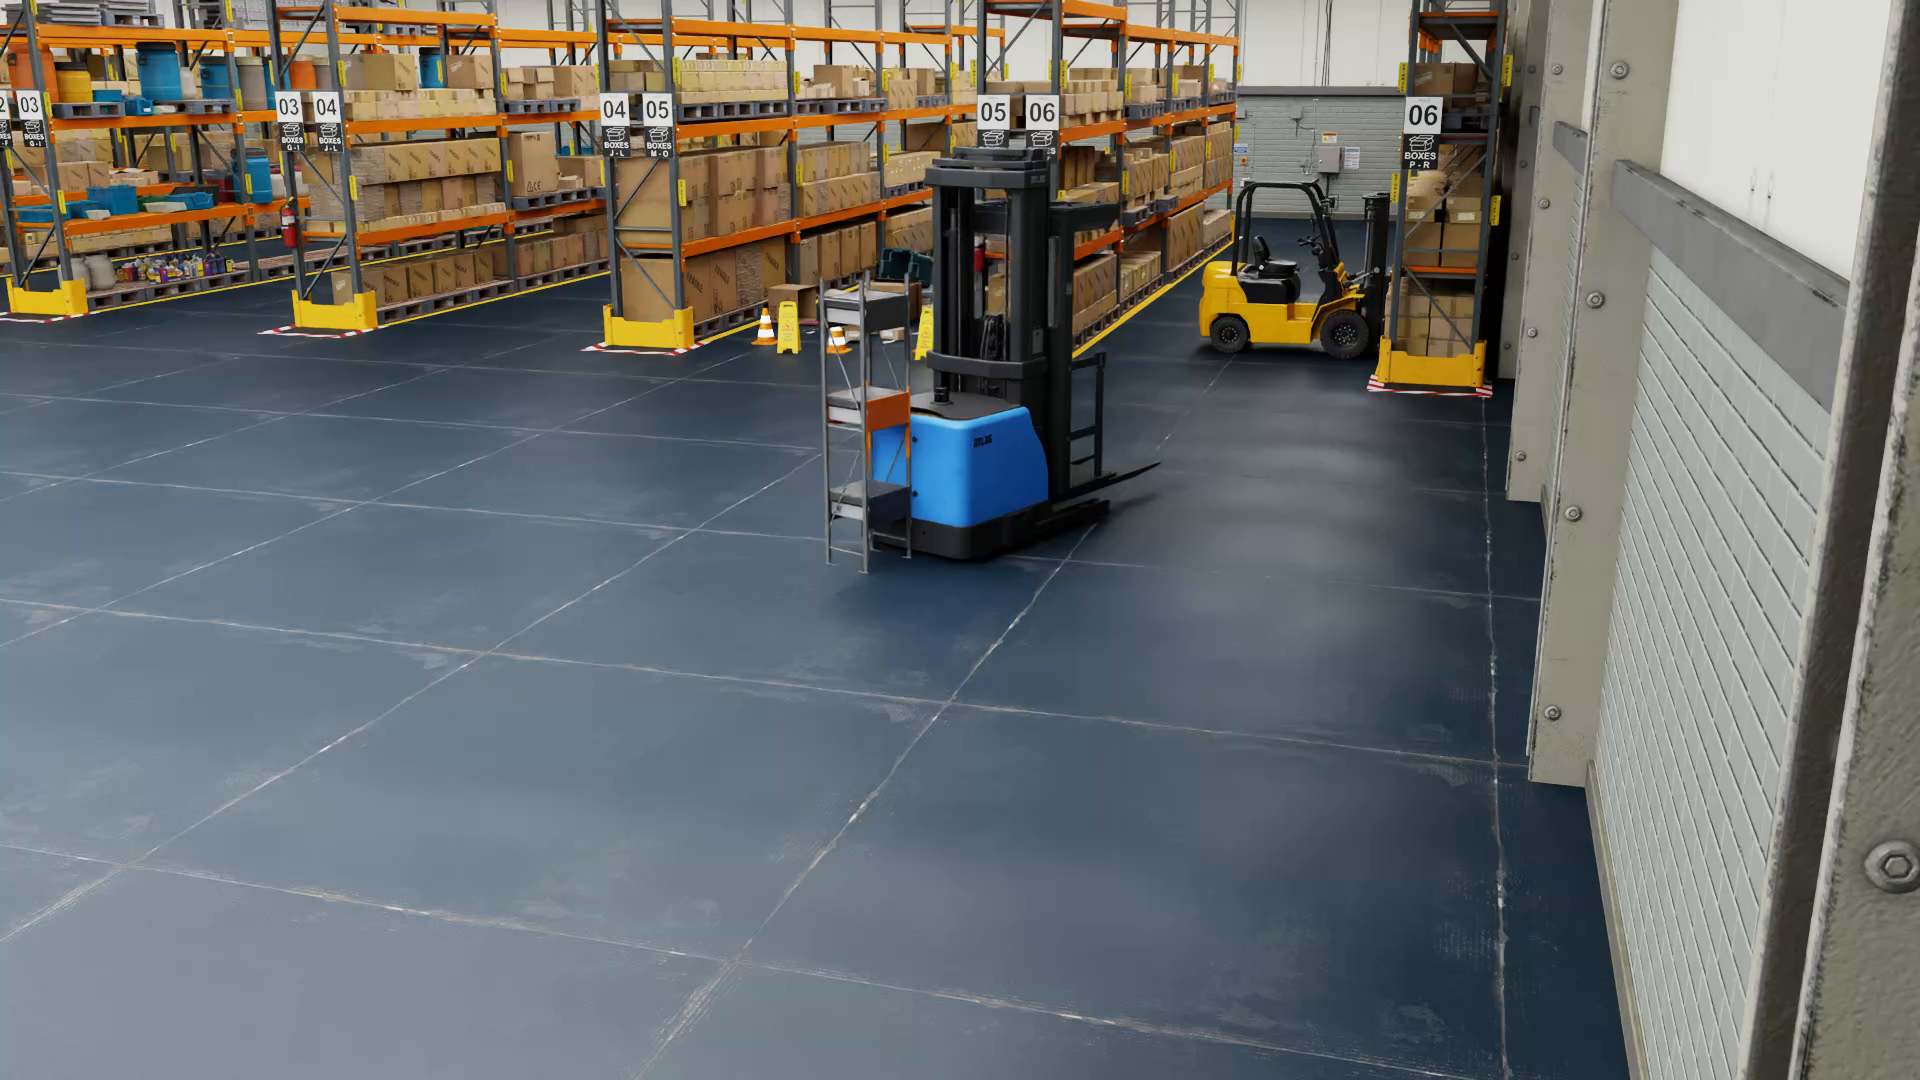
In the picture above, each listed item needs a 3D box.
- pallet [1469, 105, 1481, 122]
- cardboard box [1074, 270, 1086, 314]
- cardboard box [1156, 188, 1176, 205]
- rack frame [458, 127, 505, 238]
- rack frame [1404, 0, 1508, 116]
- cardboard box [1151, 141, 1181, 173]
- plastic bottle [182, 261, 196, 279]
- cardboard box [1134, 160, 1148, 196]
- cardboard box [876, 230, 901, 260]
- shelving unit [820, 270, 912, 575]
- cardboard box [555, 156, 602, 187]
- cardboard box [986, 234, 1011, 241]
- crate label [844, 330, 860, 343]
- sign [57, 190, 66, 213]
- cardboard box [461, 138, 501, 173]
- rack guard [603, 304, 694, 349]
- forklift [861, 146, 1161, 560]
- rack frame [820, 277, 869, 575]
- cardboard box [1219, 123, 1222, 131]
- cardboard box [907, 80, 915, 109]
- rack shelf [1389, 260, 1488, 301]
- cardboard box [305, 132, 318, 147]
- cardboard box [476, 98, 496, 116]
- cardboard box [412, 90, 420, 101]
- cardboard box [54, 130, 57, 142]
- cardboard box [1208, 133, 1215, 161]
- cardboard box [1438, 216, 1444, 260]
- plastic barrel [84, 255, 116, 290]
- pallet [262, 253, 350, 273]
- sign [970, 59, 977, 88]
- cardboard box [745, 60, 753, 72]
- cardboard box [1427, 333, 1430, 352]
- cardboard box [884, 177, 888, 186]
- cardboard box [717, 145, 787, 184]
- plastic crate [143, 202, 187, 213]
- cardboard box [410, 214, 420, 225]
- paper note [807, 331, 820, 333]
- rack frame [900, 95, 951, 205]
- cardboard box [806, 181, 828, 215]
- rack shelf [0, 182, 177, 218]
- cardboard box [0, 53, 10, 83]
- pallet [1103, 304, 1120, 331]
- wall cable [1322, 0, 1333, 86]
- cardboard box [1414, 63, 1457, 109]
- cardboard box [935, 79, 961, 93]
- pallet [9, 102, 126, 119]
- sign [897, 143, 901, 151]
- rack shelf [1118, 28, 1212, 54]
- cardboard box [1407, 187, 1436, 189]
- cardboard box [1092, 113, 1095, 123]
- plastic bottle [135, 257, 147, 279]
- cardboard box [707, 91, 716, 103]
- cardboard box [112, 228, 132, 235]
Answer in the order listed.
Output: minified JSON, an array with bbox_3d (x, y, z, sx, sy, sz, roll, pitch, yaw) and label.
[{"bbox_3d":[6.831,-5.909,23.020,0.805,0.209,1.217,4,16,14],"label":"pallet"},{"bbox_3d":[1.341,-3.237,21.639,0.500,0.500,0.500,4,16,14],"label":"cardboard box"},{"bbox_3d":[3.350,-5.793,28.032,0.500,0.250,0.500,4,16,15],"label":"cardboard box"},{"bbox_3d":[-10.144,-7.956,35.382,1.000,3.000,0.127,5,16,16],"label":"rack frame"},{"bbox_3d":[5.456,-6.166,18.078,1.000,3.000,0.127,5,16,16],"label":"rack frame"},{"bbox_3d":[3.476,-6.527,28.327,0.500,0.500,0.500,5,16,16],"label":"cardboard box"},{"bbox_3d":[-12.521,-4.397,27.018,0.152,0.276,0.135,5,17,17],"label":"plastic bottle"},{"bbox_3d":[2.536,-5.463,25.096,0.500,0.500,0.500,5,16,16],"label":"cardboard box"},{"bbox_3d":[-1.360,-5.279,29.756,0.500,0.500,0.500,4,16,14],"label":"cardboard box"},{"bbox_3d":[-0.669,-0.847,11.967,0.431,2.100,0.503,12,20,36],"label":"shelving unit"},{"bbox_3d":[-6.710,-6.477,29.216,0.700,0.500,0.500,7,17,24],"label":"cardboard box"},{"bbox_3d":[0.586,-4.018,20.772,0.500,0.500,0.500,4,16,15],"label":"cardboard box"},{"bbox_3d":[-1.416,-2.707,22.122,0.250,0.136,0.298,-4,16,-13],"label":"crate label"},{"bbox_3d":[-13.028,-4.906,24.121,0.100,0.325,0.005,5,16,16],"label":"sign"},{"bbox_3d":[-7.533,-6.012,25.968,0.500,0.500,0.500,5,16,16],"label":"cardboard box"},{"bbox_3d":[-4.086,-2.813,21.829,1.175,0.500,0.348,5,16,16],"label":"rack guard"},{"bbox_3d":[0.550,-1.603,13.111,1.130,2.935,3.031,12,20,36],"label":"forklift"},{"bbox_3d":[-0.818,-0.794,11.782,0.400,2.100,0.015,12,20,36],"label":"rack frame"},{"bbox_3d":[5.023,-8.244,33.192,0.380,0.149,0.250,5,17,17],"label":"cardboard box"},{"bbox_3d":[-1.116,-7.997,29.846,0.500,0.500,0.500,5,16,16],"label":"cardboard box"},{"bbox_3d":[6.024,-3.457,20.839,1.077,0.370,4.000,5,16,16],"label":"rack shelf"},{"bbox_3d":[-14.488,-8.972,36.947,0.500,0.500,0.500,5,17,17],"label":"cardboard box"},{"bbox_3d":[-7.548,-6.710,25.768,0.500,0.250,0.500,5,17,18],"label":"cardboard box"},{"bbox_3d":[-8.077,-6.456,24.140,0.380,0.149,0.250,4,16,15],"label":"cardboard box"},{"bbox_3d":[-19.974,-8.744,36.021,0.500,0.250,0.500,4,16,15],"label":"cardboard box"},{"bbox_3d":[4.623,-7.570,32.006,0.500,0.500,0.500,4,16,15],"label":"cardboard box"},{"bbox_3d":[5.500,-3.612,19.884,0.500,0.500,0.500,5,17,18],"label":"cardboard box"},{"bbox_3d":[-13.298,-4.131,25.686,0.421,0.512,0.421,0,16,0],"label":"plastic barrel"},{"bbox_3d":[-11.887,-5.050,30.247,1.003,0.211,1.213,5,16,16],"label":"pallet"},{"bbox_3d":[0.169,-5.581,19.890,0.100,0.325,0.005,5,16,16],"label":"sign"},{"bbox_3d":[-3.100,-6.573,23.056,0.380,0.149,0.250,4,16,15],"label":"cardboard box"},{"bbox_3d":[5.437,-2.436,20.190,0.500,0.250,0.500,5,16,16],"label":"cardboard box"},{"bbox_3d":[-1.485,-6.297,29.224,0.380,0.149,0.250,4,16,15],"label":"cardboard box"},{"bbox_3d":[-3.080,-5.566,24.701,0.875,0.550,0.550,5,16,16],"label":"cardboard box"},{"bbox_3d":[-12.636,-5.292,26.472,0.530,0.136,0.437,5,16,16],"label":"plastic crate"},{"bbox_3d":[-8.147,-4.695,24.346,0.380,0.149,0.250,5,16,16],"label":"cardboard box"},{"bbox_3d":[-2.017,-2.860,22.859,0.144,0.017,0.142,11,19,35],"label":"paper note"},{"bbox_3d":[-0.669,-7.161,32.579,1.000,3.000,0.127,5,16,16],"label":"rack frame"},{"bbox_3d":[-2.392,-5.365,26.063,0.500,0.500,0.500,5,17,16],"label":"cardboard box"},{"bbox_3d":[-16.597,-6.425,31.304,1.077,0.370,4.000,5,16,16],"label":"rack shelf"},{"bbox_3d":[-16.952,-8.340,29.370,0.500,0.500,0.500,5,17,17],"label":"cardboard box"},{"bbox_3d":[1.676,-3.190,23.691,1.003,0.211,1.213,5,16,16],"label":"pallet"},{"bbox_3d":[9.970,-11.979,38.504,2.988,3.039,0.133,5,16,16],"label":"wall cable"},{"bbox_3d":[5.348,-5.156,18.877,0.500,0.500,0.500,5,17,18],"label":"cardboard box"},{"bbox_3d":[-0.302,-8.880,32.500,0.500,0.250,0.500,5,17,18],"label":"cardboard box"},{"bbox_3d":[-13.225,-6.378,24.666,1.003,0.211,1.213,5,16,16],"label":"pallet"},{"bbox_3d":[-1.191,-7.617,32.602,0.100,0.325,0.005,5,16,16],"label":"sign"},{"bbox_3d":[3.538,-8.628,28.808,1.077,0.370,4.000,5,16,16],"label":"rack shelf"},{"bbox_3d":[5.622,-4.235,20.346,0.380,0.149,0.250,5,17,17],"label":"cardboard box"},{"bbox_3d":[1.575,-5.597,22.029,0.380,0.149,0.250,5,17,17],"label":"cardboard box"},{"bbox_3d":[-13.272,-4.412,26.936,0.144,0.351,0.185,5,17,18],"label":"plastic bottle"},{"bbox_3d":[-3.459,-5.857,21.993,0.380,0.149,0.250,5,17,16],"label":"cardboard box"},{"bbox_3d":[-16.229,-6.019,31.795,0.500,0.311,0.500,5,16,16],"label":"cardboard box"}]
